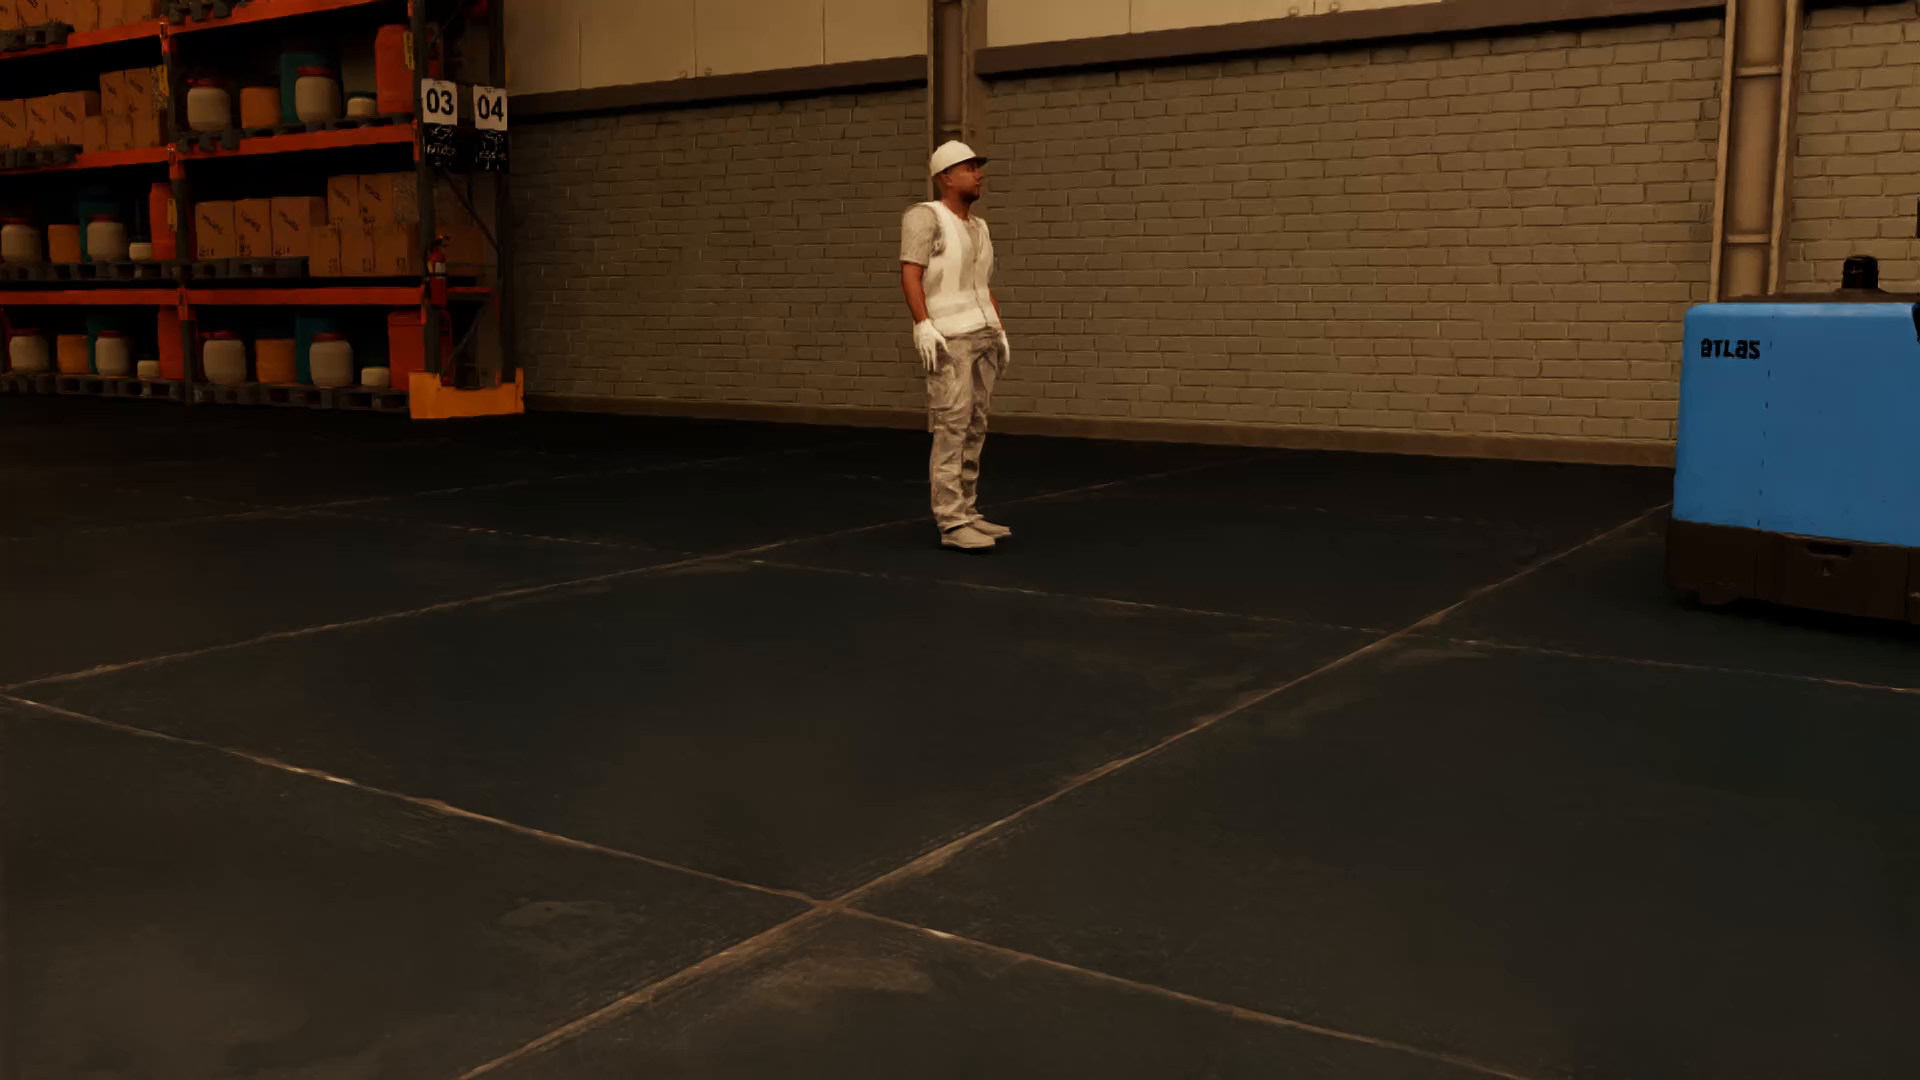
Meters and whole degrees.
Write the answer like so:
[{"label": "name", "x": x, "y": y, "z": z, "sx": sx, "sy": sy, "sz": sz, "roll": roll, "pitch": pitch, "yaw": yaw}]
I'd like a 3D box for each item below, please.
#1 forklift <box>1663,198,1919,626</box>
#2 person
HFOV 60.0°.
[{"label": "forklift", "x": 3.796, "y": -1.091, "z": 4.865, "sx": 1.130, "sy": 2.935, "sz": 3.031, "roll": -6, "pitch": 10, "yaw": -36}, {"label": "person", "x": 0.055, "y": -0.883, "z": 7.431, "sx": 0.576, "sy": 1.782, "sz": 0.655, "roll": 5, "pitch": 10, "yaw": 34}]
